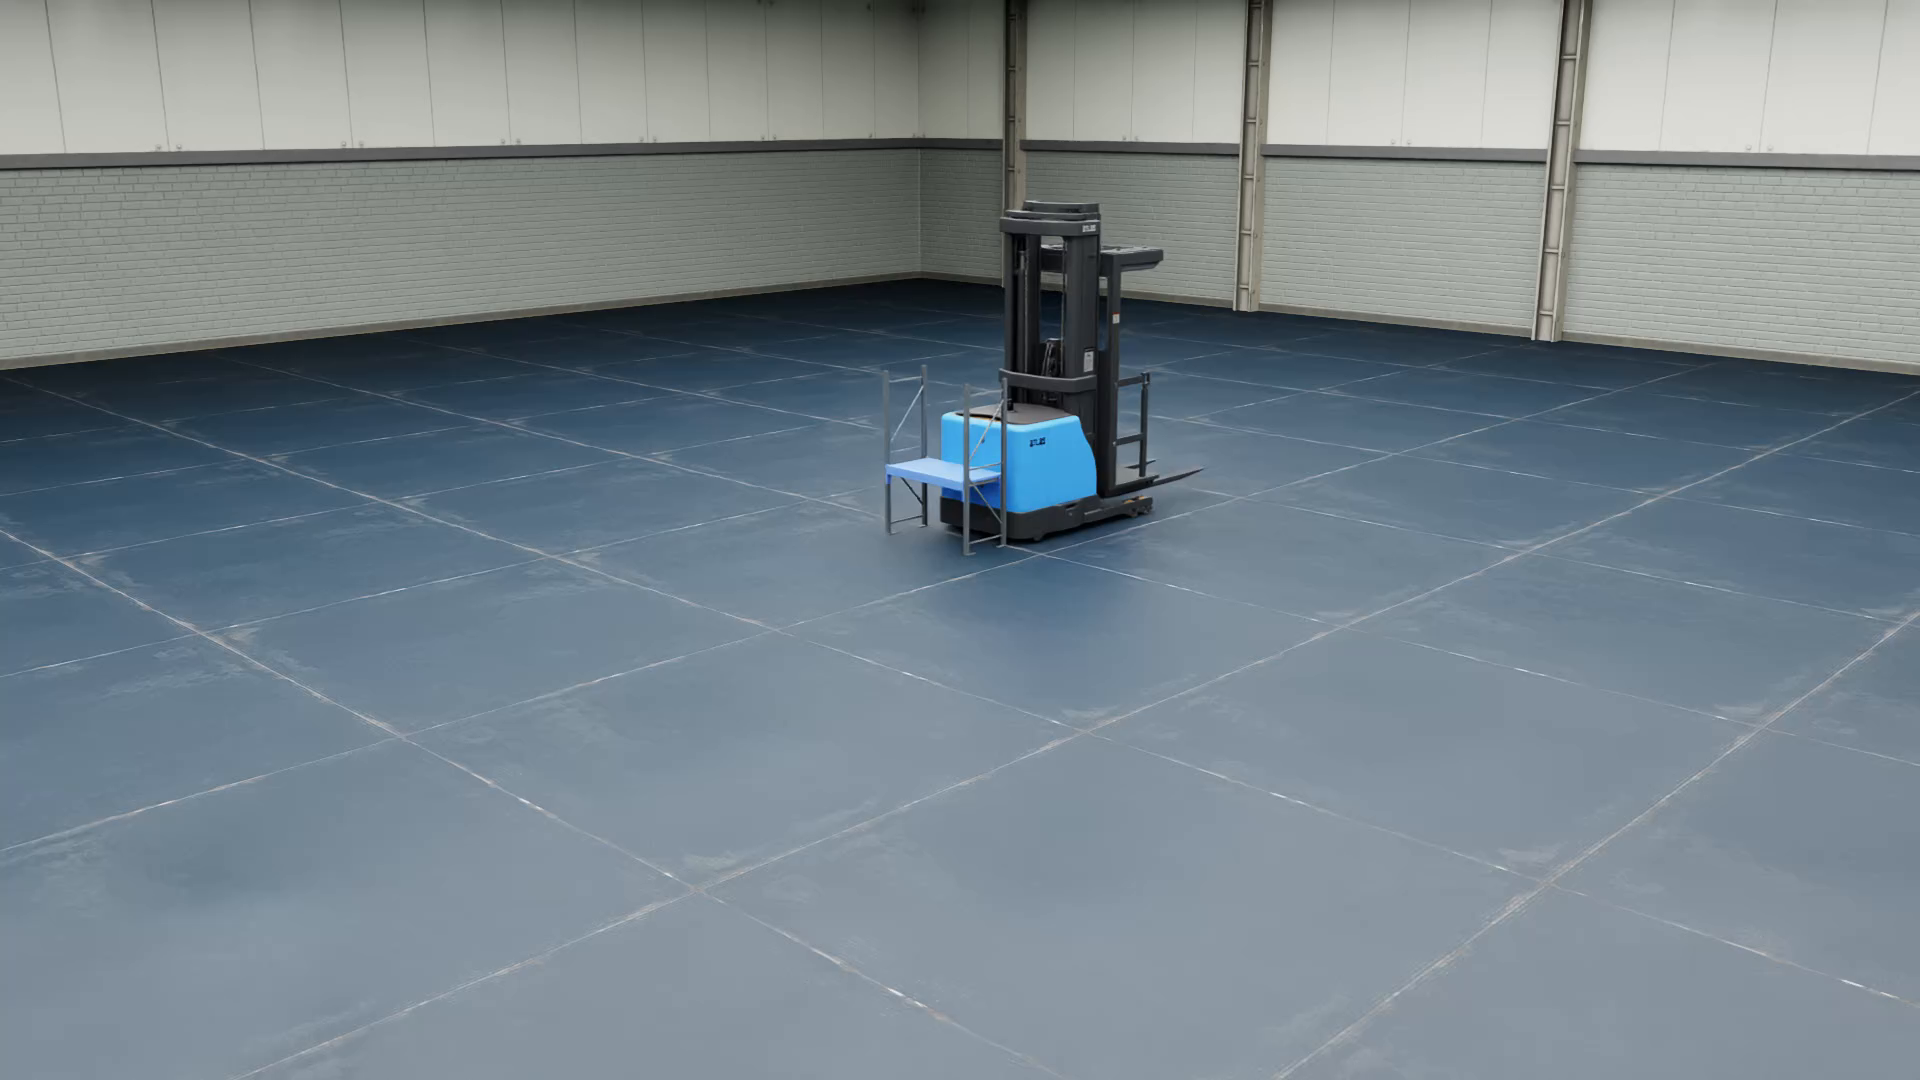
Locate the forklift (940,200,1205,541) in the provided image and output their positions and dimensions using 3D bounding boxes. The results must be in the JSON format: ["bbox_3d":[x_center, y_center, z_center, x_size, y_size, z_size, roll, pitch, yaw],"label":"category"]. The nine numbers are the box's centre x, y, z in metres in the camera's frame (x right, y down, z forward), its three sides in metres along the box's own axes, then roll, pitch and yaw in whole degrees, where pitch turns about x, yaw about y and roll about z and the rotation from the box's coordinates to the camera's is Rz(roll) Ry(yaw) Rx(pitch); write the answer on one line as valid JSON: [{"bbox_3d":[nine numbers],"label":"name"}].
[{"bbox_3d":[1.195,-1.710,15.683,1.130,2.935,3.031,13,20,42],"label":"forklift"}]

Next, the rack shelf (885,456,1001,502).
[{"bbox_3d":[-0.134,-0.548,14.774,0.538,0.185,1.000,-14,20,-43],"label":"rack shelf"}]

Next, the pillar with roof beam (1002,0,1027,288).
[{"bbox_3d":[-1.843,-9.010,31.665,0.400,9.000,9.100,14,20,42],"label":"pillar with roof beam"}]

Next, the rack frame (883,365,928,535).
[{"bbox_3d":[-0.490,-0.814,15.080,0.500,1.500,0.032,-14,20,-43],"label":"rack frame"}]

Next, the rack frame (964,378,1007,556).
[{"bbox_3d":[0.221,-0.630,14.376,0.500,1.500,0.032,-14,20,-43],"label":"rack frame"}]

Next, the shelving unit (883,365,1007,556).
[{"bbox_3d":[-0.134,-0.722,14.728,0.538,1.500,1.048,-14,20,-43],"label":"shelving unit"}]

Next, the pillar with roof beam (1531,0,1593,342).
[{"bbox_3d":[6.795,-6.910,23.605,0.400,9.000,9.100,14,20,42],"label":"pillar with roof beam"}]

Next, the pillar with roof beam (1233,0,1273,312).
[{"bbox_3d":[2.476,-7.960,27.635,0.400,9.000,9.100,14,20,42],"label":"pillar with roof beam"}]
